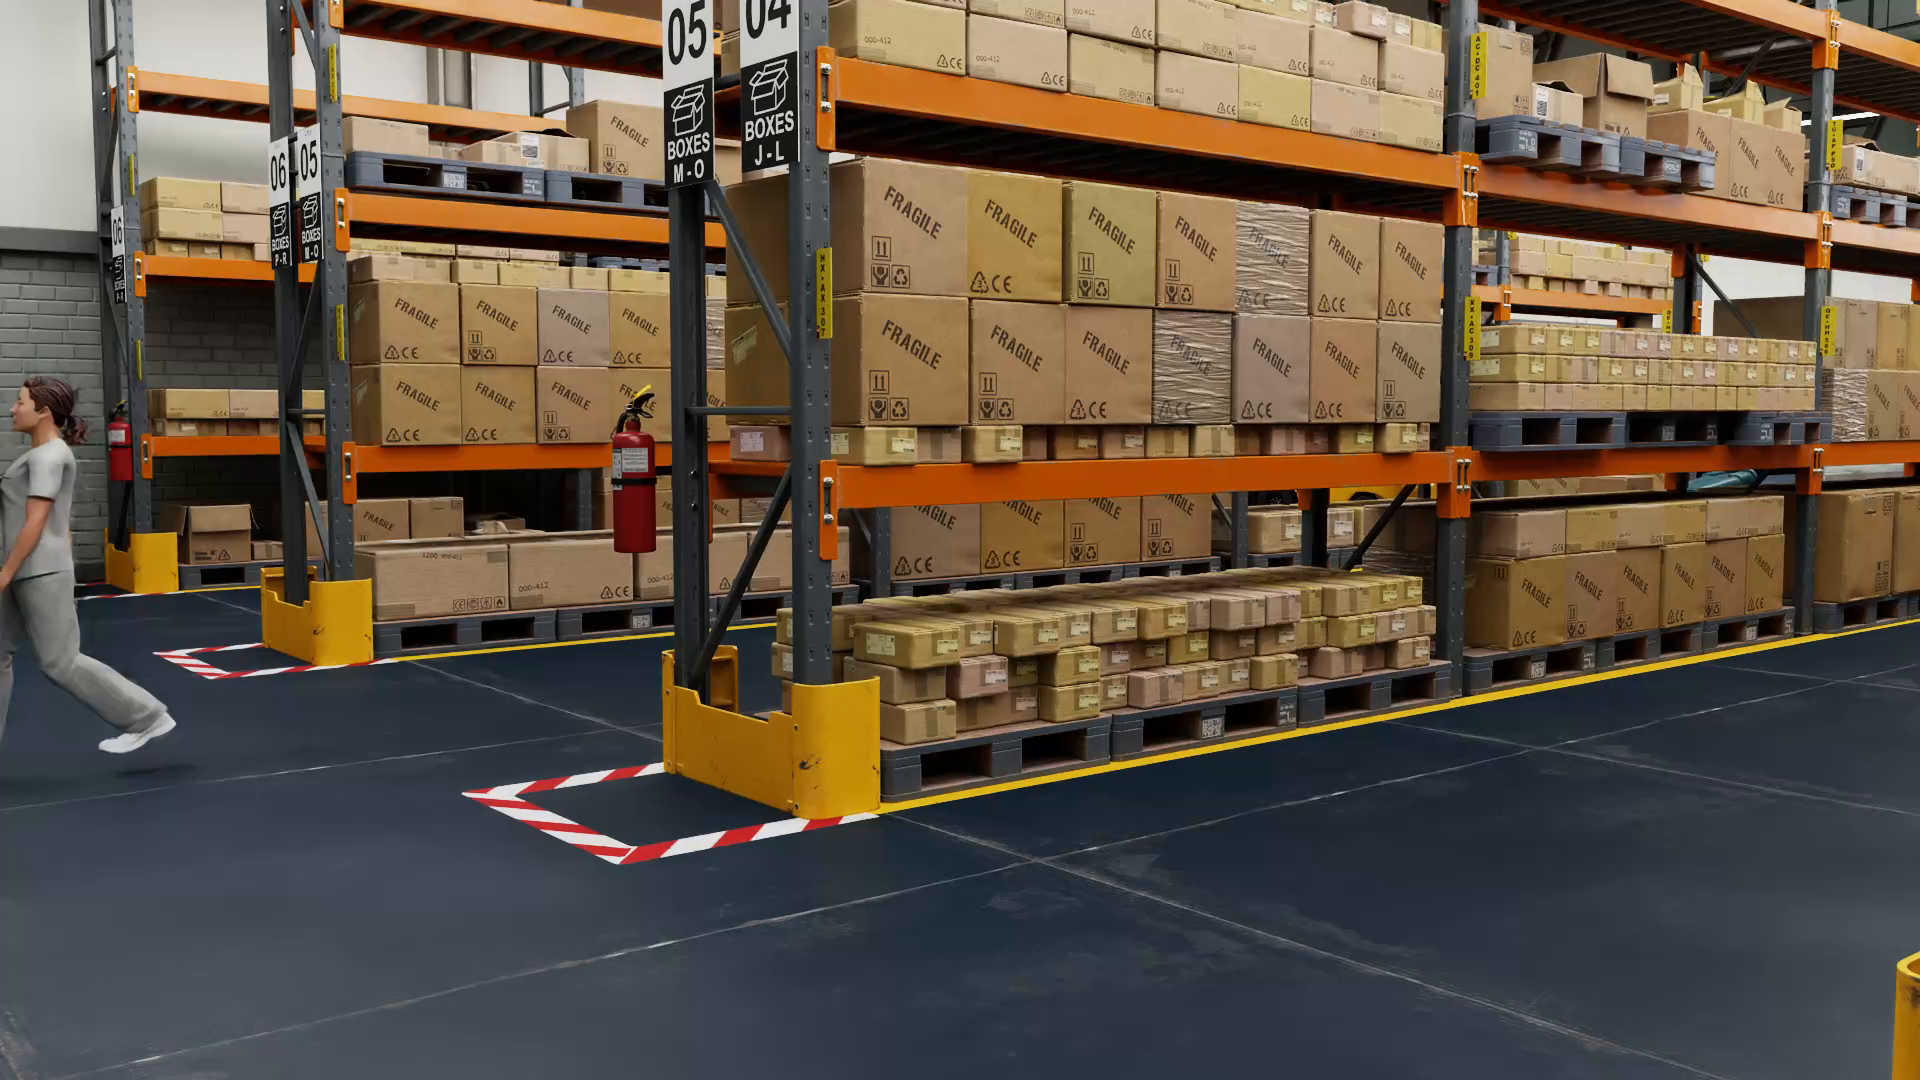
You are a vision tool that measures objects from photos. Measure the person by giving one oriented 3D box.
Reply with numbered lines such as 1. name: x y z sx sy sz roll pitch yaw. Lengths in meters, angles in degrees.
1. person: -3.776 0.143 6.822 0.969 1.628 0.456 -3 5 -30
